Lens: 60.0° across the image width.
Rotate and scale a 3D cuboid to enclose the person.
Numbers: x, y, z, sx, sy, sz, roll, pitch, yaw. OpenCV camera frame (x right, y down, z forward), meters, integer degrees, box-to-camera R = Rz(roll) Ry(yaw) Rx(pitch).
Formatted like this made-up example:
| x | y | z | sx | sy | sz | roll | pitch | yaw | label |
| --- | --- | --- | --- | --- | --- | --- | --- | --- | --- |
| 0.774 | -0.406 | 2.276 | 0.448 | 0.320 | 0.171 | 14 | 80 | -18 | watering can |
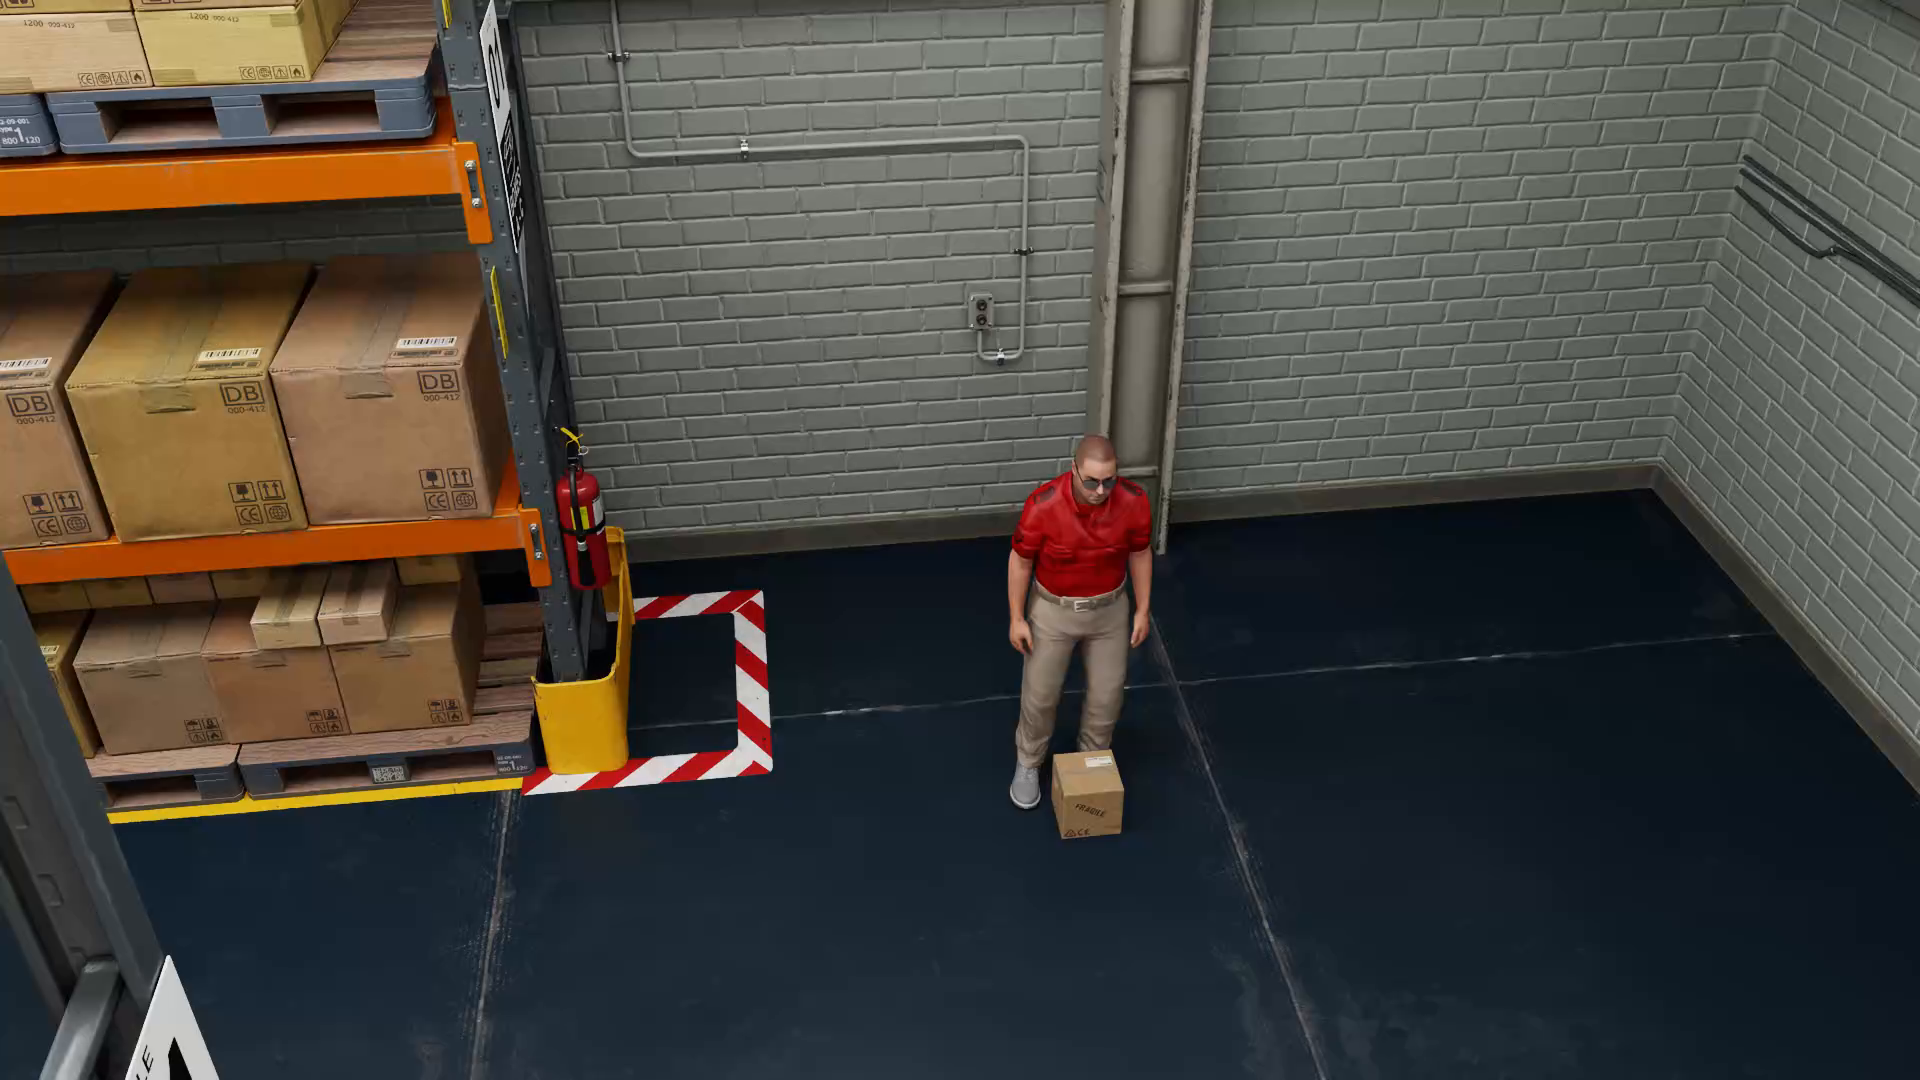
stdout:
| x | y | z | sx | sy | sz | roll | pitch | yaw | label |
| --- | --- | --- | --- | --- | --- | --- | --- | --- | --- |
| 0.485 | 0.316 | 6.697 | 0.586 | 1.727 | 0.425 | -4 | 35 | -6 | person |
